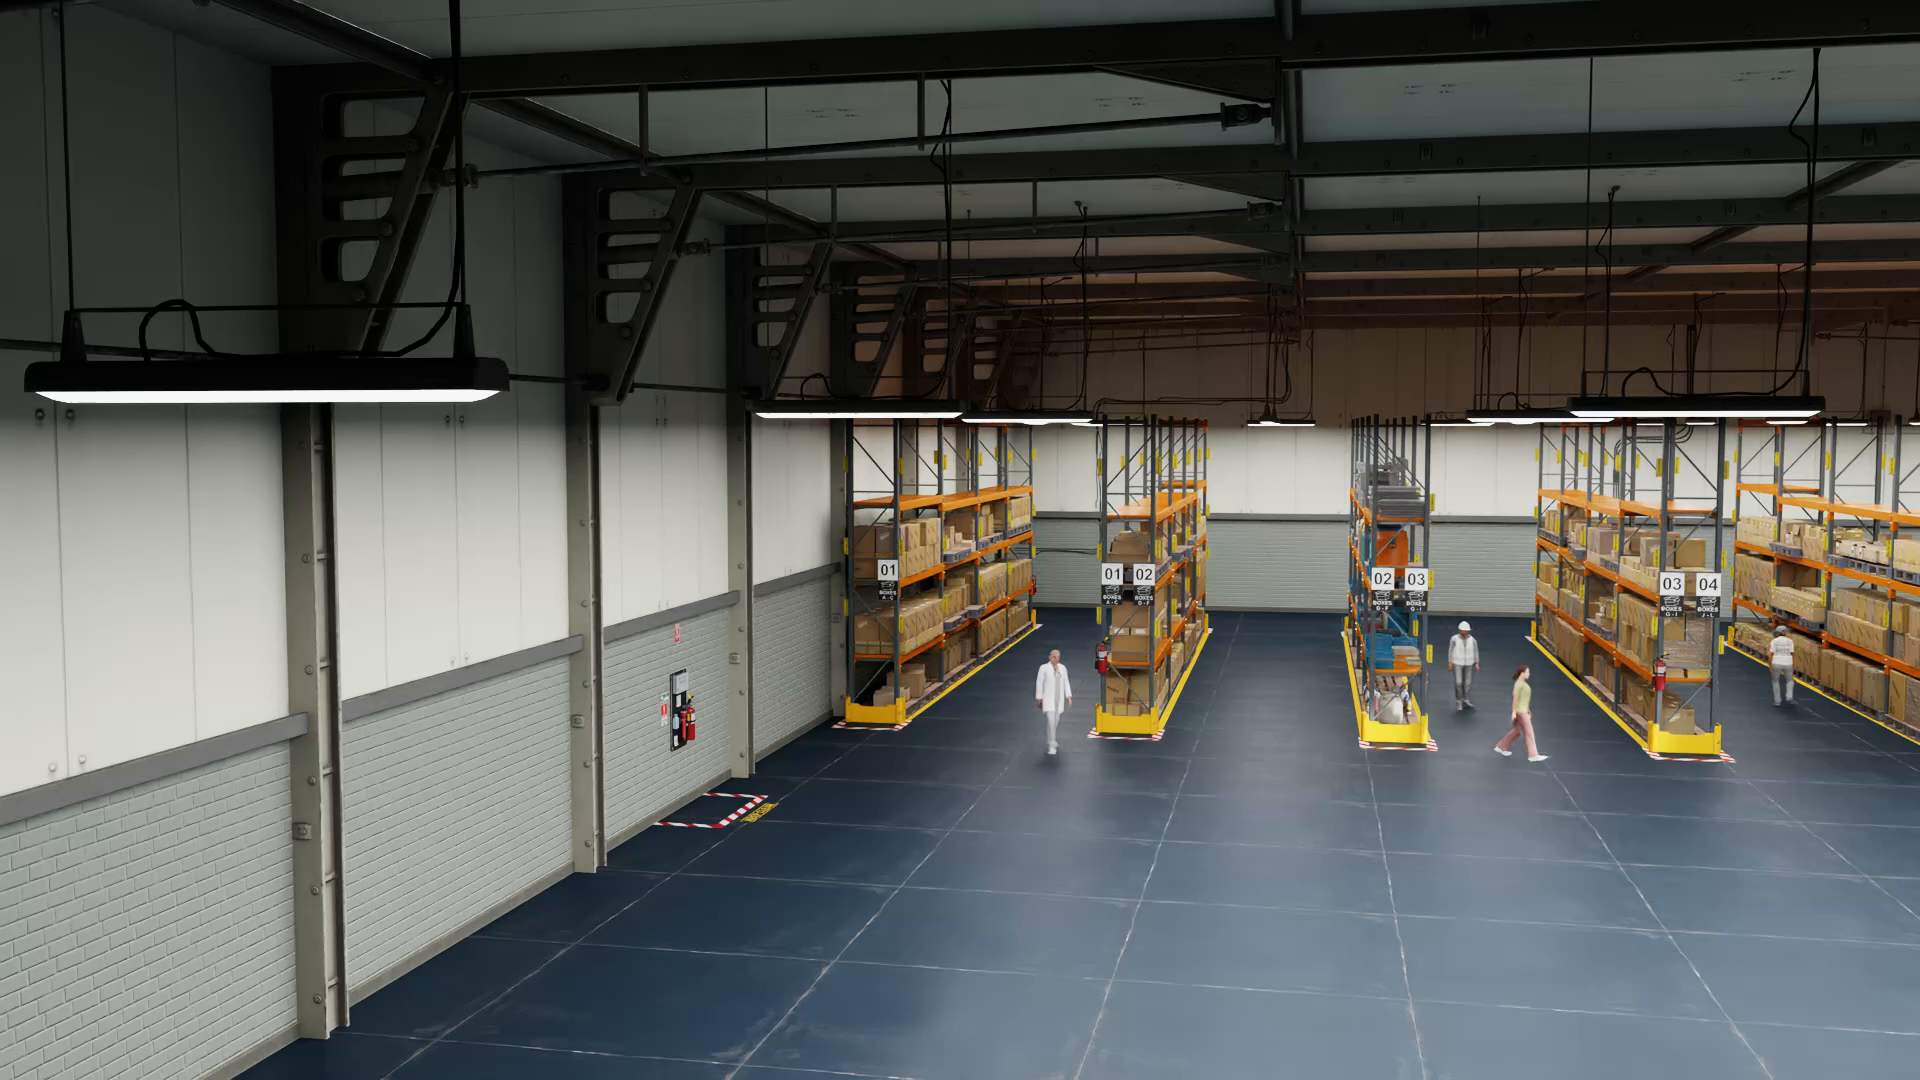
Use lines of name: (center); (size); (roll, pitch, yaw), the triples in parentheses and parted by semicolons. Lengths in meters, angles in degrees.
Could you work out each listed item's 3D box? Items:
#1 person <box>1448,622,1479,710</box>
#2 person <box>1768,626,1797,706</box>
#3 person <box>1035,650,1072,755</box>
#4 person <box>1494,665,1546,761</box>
person: (10.329, 2.590, 34.087); (0.601, 1.843, 0.475); (0, 4, 3)
person: (17.000, 2.612, 34.361); (0.537, 1.660, 0.522); (1, 4, 11)
person: (1.683, 2.875, 29.677); (0.594, 1.818, 0.749); (-2, 4, -32)
person: (9.725, 2.991, 28.837); (0.862, 1.629, 0.447); (1, 4, 20)
